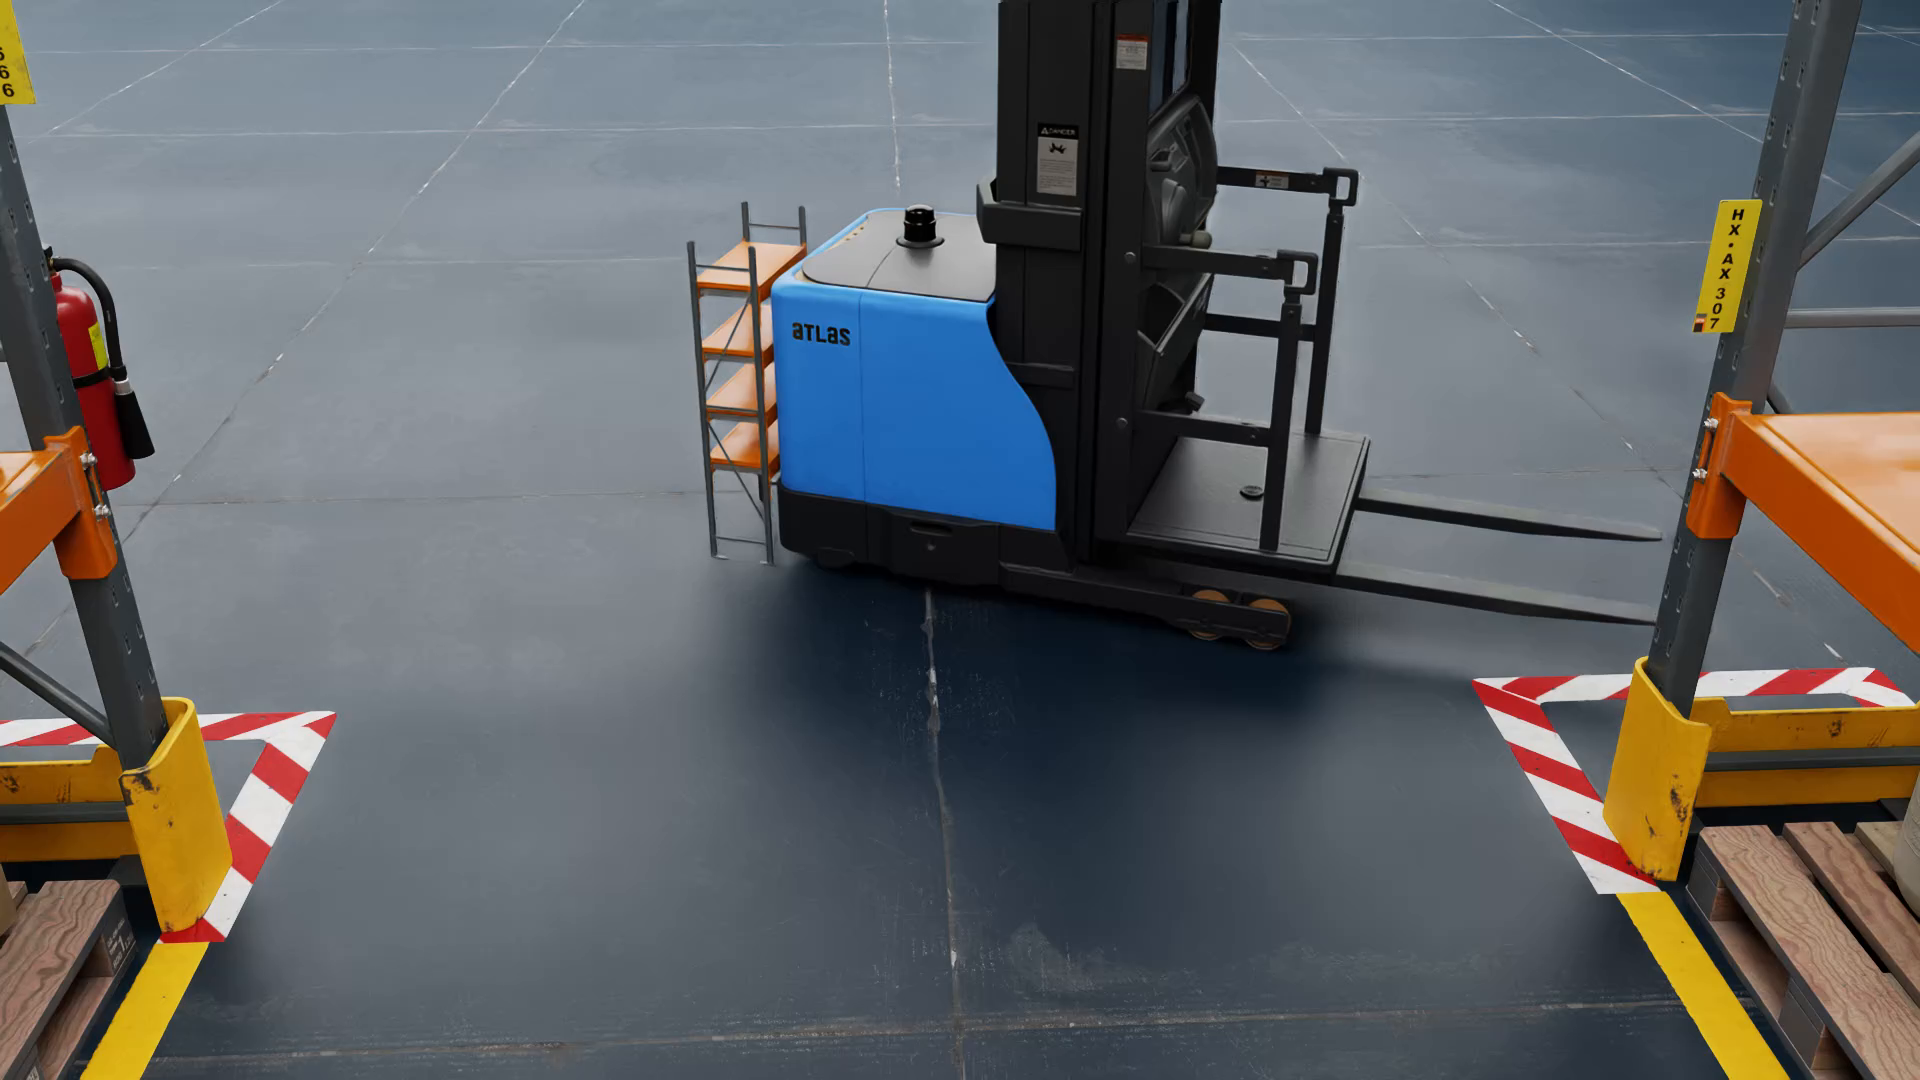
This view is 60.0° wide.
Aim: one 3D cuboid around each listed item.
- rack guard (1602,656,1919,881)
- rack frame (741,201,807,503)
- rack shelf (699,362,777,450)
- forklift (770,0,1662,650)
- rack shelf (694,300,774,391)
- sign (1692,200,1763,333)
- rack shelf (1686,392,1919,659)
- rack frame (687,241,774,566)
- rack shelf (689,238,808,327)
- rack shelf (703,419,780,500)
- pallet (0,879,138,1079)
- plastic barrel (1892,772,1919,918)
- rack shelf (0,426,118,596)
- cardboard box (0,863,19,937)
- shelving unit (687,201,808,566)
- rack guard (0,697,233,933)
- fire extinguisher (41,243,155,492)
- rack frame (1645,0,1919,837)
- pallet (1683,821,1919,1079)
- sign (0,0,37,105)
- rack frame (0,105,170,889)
[{"bbox_3d":[2.421,0.607,4.547,1.175,0.500,0.348,-1,28,-3],"label":"rack guard"},{"bbox_3d":[-0.671,-0.673,6.244,0.240,1.200,0.015,7,28,13],"label":"rack frame"},{"bbox_3d":[-0.735,-0.505,6.066,0.258,0.148,0.480,7,28,13],"label":"rack shelf"},{"bbox_3d":[0.914,-1.209,5.399,3.031,2.935,1.130,9,29,17],"label":"forklift"},{"bbox_3d":[-0.735,-0.703,5.962,0.258,0.148,0.480,7,28,13],"label":"rack shelf"},{"bbox_3d":[1.821,-0.647,3.948,0.100,0.325,0.005,-1,28,-3],"label":"sign"},{"bbox_3d":[2.475,0.707,2.429,1.077,0.370,4.000,-1,28,-3],"label":"rack shelf"},{"bbox_3d":[-0.798,-0.456,5.826,0.240,1.200,0.015,7,28,13],"label":"rack frame"},{"bbox_3d":[-0.735,-0.913,5.853,0.258,0.148,0.480,7,28,13],"label":"rack shelf"},{"bbox_3d":[-0.735,-0.329,6.158,0.258,0.148,0.480,7,28,13],"label":"rack shelf"},{"bbox_3d":[-2.565,1.231,3.661,1.003,0.211,1.213,-1,28,-3],"label":"pallet"},{"bbox_3d":[2.481,0.683,3.933,0.421,0.512,0.421,0,28,0],"label":"plastic barrel"},{"bbox_3d":[-2.472,0.826,2.200,1.077,0.370,4.000,-1,28,-3],"label":"rack shelf"},{"bbox_3d":[-2.560,0.795,3.732,0.500,0.500,0.500,4,28,7],"label":"cardboard box"},{"bbox_3d":[-0.735,-0.564,6.035,0.258,1.200,0.503,7,28,13],"label":"shelving unit"},{"bbox_3d":[-2.572,0.727,4.315,1.175,0.500,0.348,-1,28,-3],"label":"rack guard"},{"bbox_3d":[-2.122,-0.446,3.945,0.296,0.674,0.183,-1,28,-3],"label":"fire extinguisher"},{"bbox_3d":[2.370,-0.536,4.034,1.000,3.000,0.127,-1,28,-3],"label":"rack frame"},{"bbox_3d":[2.458,1.110,3.894,1.003,0.211,1.213,-1,28,-3],"label":"pallet"},{"bbox_3d":[-2.021,-1.074,3.471,0.100,0.325,0.005,-1,28,-3],"label":"sign"},{"bbox_3d":[-2.576,-0.416,3.804,1.000,3.000,0.127,-1,28,-3],"label":"rack frame"}]
